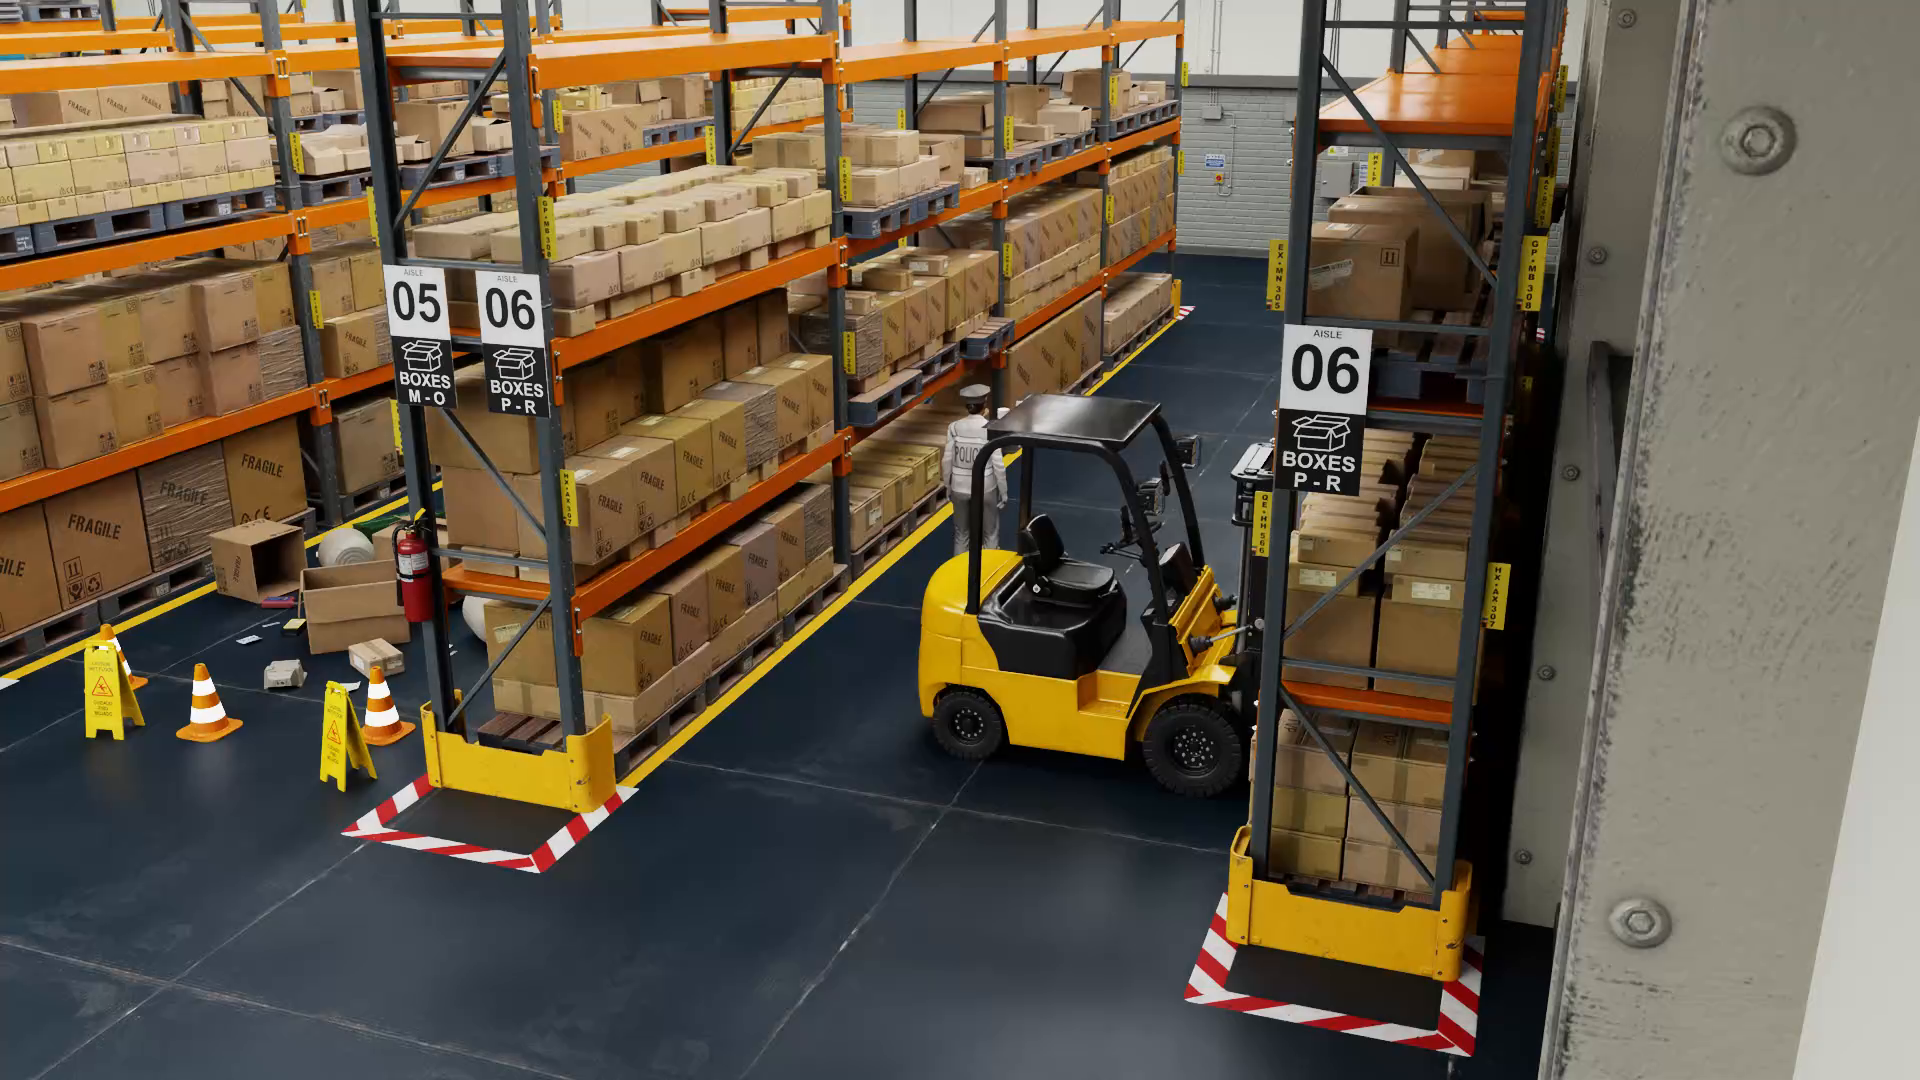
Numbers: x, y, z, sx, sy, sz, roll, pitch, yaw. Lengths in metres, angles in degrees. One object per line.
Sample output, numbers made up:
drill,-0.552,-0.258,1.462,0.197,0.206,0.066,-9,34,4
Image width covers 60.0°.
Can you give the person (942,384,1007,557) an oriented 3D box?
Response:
person,0.120,-0.390,13.202,0.529,1.663,0.372,6,20,18
